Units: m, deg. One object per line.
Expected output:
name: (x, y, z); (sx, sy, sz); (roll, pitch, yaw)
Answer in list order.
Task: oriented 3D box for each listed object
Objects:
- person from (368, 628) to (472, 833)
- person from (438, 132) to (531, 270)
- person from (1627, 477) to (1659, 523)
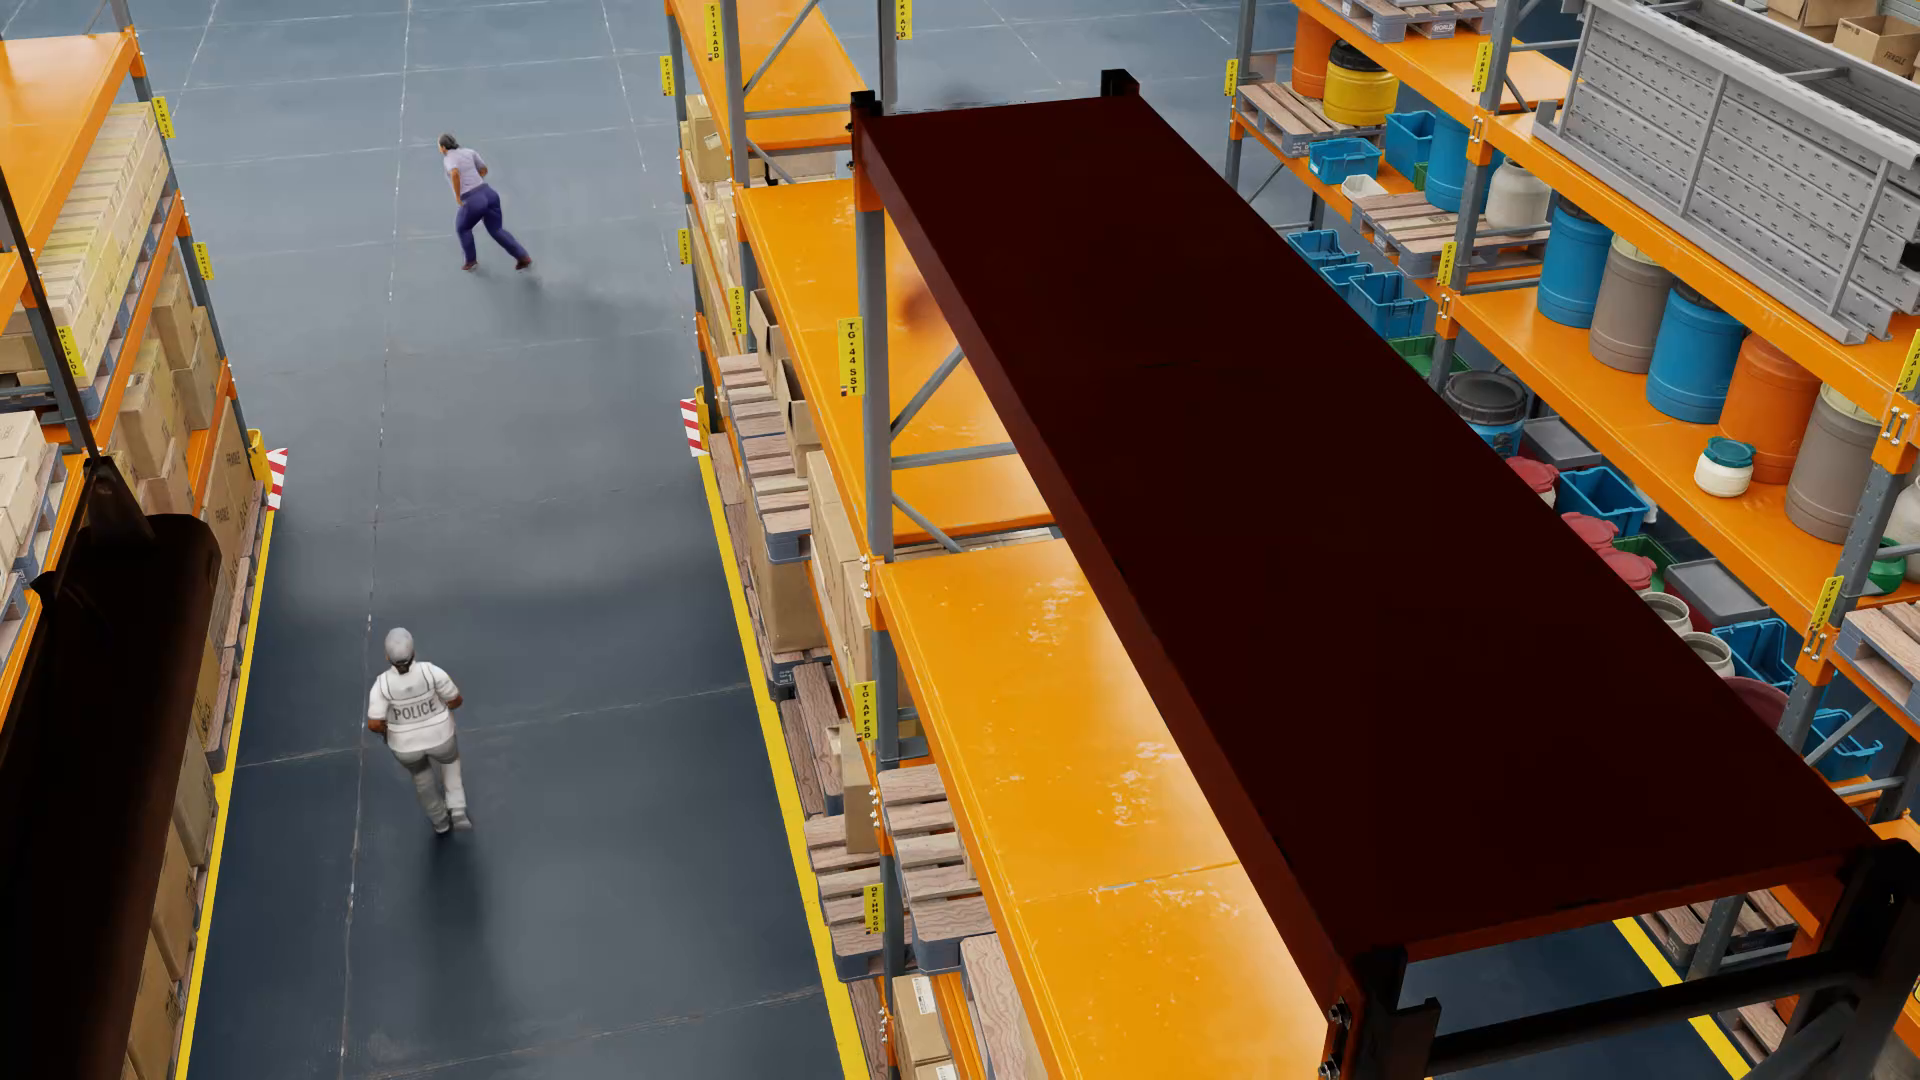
person: (-3.488, 1.287, 10.783); (0.595, 1.622, 0.560); (-14, 37, -19)
person: (-5.140, -3.559, 17.963); (0.974, 1.598, 0.642); (14, 37, 19)
person: (5.754, -1.006, 14.014); (0.680, 1.784, 0.753); (-20, 39, -27)
